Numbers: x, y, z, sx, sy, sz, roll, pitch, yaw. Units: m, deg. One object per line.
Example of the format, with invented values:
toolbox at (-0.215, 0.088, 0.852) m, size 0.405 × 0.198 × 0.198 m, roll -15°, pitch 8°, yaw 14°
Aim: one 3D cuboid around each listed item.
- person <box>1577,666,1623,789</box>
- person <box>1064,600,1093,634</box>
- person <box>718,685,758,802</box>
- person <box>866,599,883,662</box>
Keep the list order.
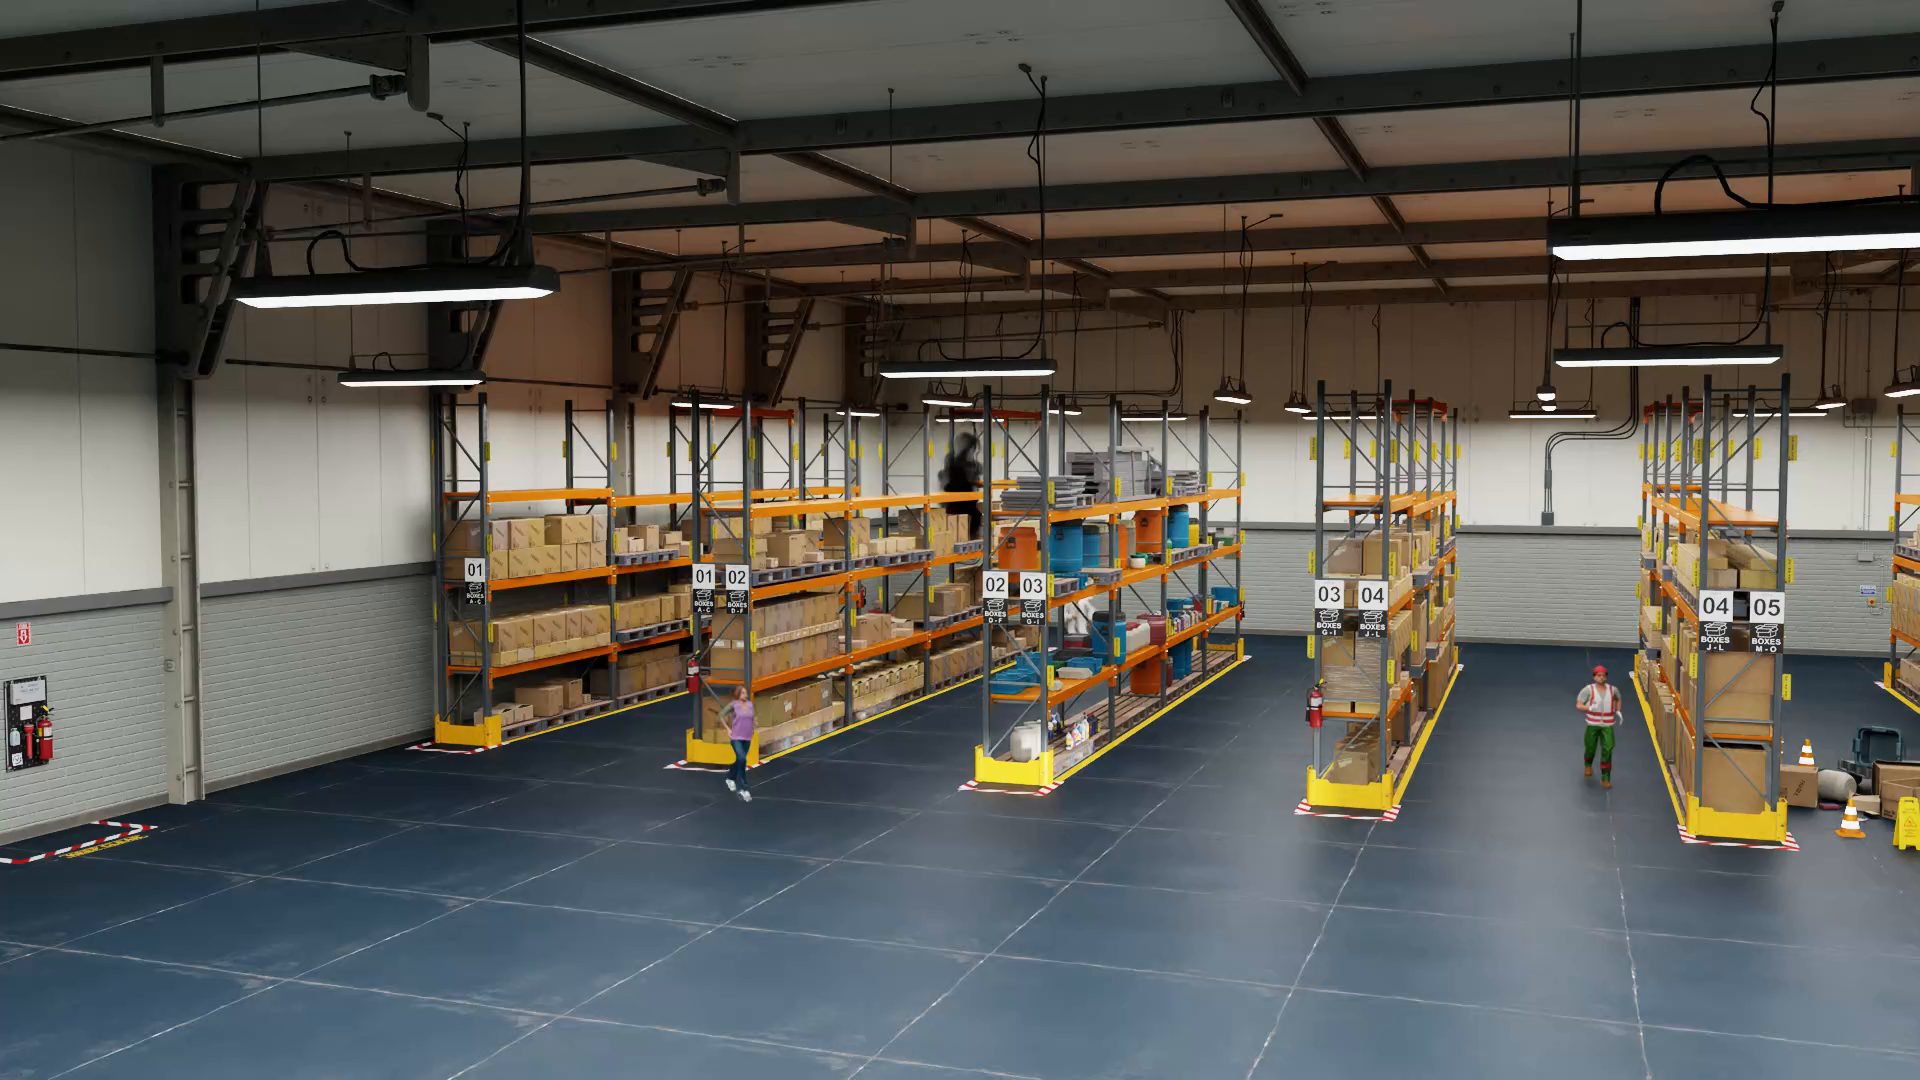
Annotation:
person at (9.558, 2.764, 24.849) m, size 0.666 × 1.763 × 0.985 m, roll 1°, pitch 3°, yaw 12°
person at (2.758, 2.043, 39.146) m, size 0.683 × 1.756 × 0.702 m, roll 1°, pitch 3°, yaw 13°
person at (-3.183, 2.914, 24.082) m, size 0.527 × 1.640 × 0.768 m, roll -3°, pitch 4°, yaw -41°
person at (-1.842, 2.199, 36.601) m, size 0.637 × 1.800 × 0.802 m, roll 1°, pitch 3°, yaw 12°
